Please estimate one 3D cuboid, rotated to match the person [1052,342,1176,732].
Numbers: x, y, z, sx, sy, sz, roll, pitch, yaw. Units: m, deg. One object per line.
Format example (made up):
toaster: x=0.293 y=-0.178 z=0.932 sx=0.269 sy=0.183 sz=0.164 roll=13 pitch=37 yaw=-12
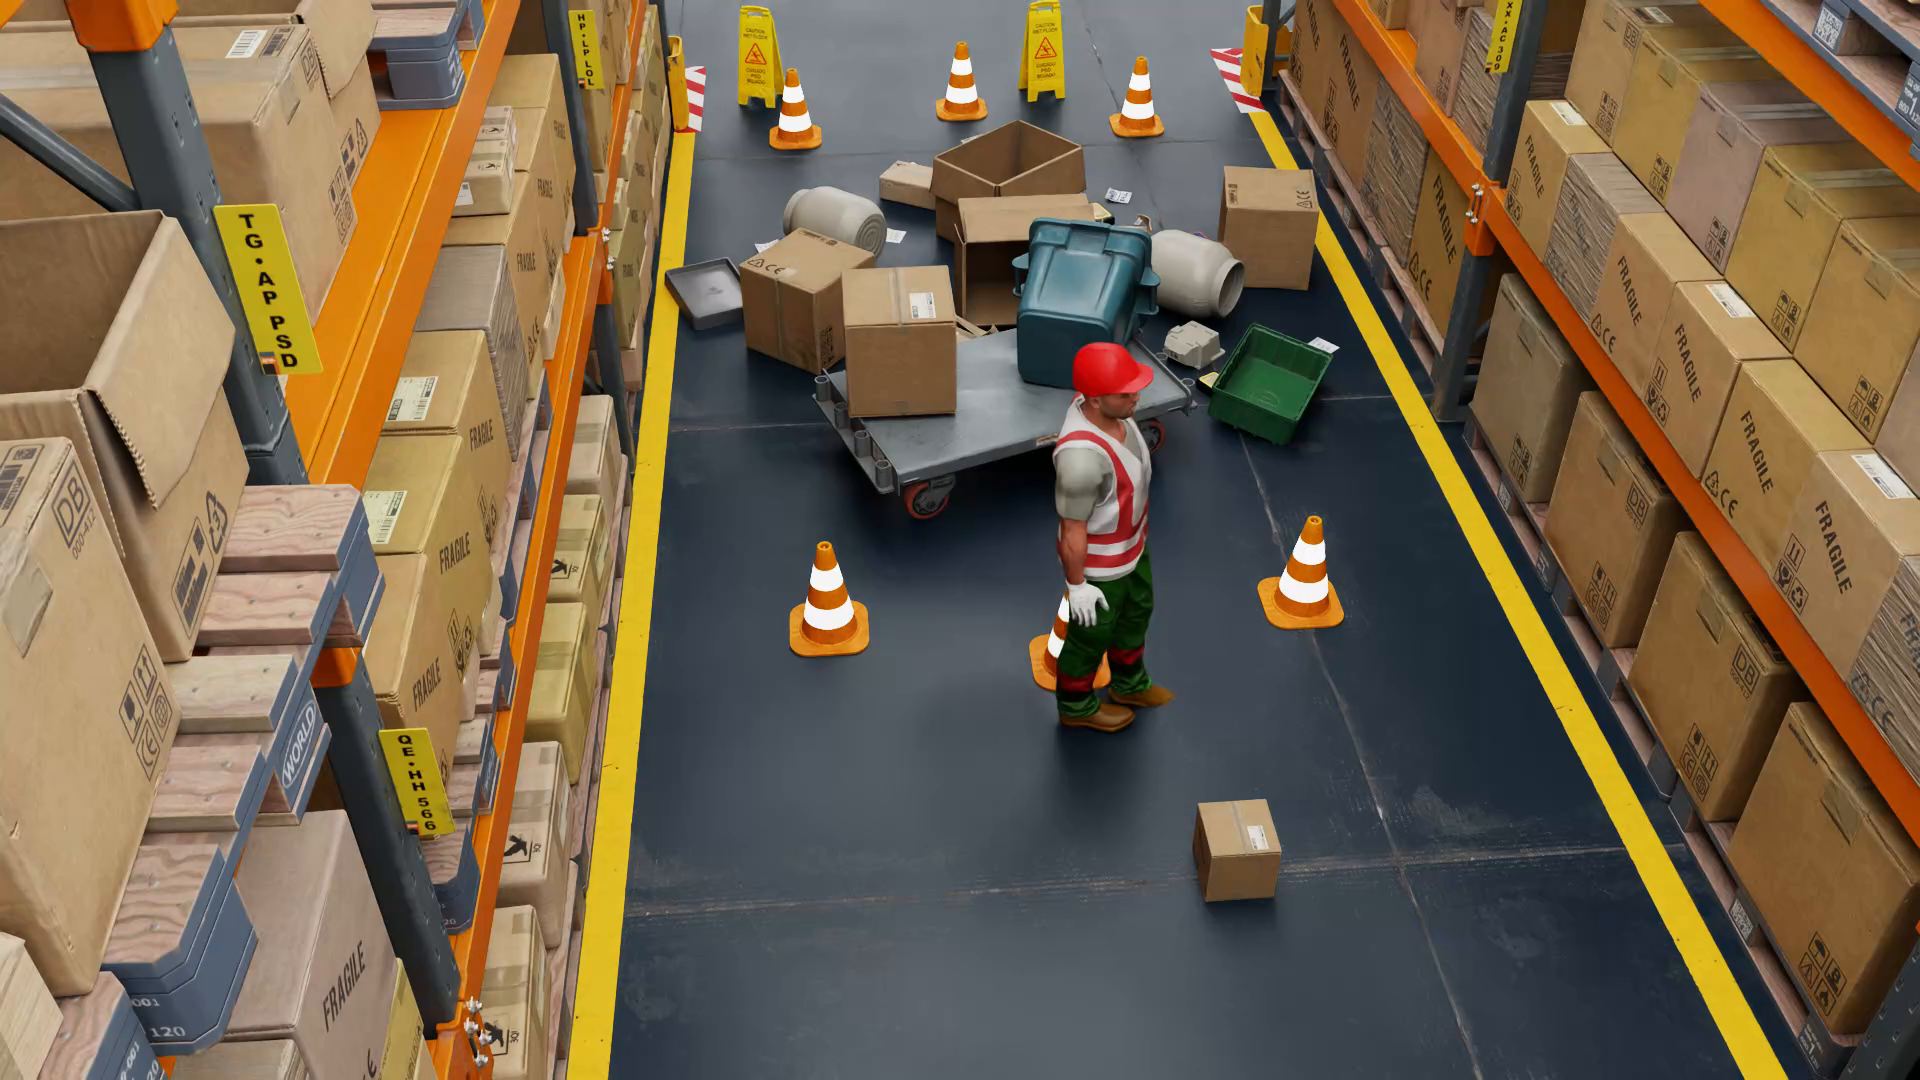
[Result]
person: x=0.587 y=0.064 z=6.081 sx=0.480 sy=1.838 sz=0.581 roll=11 pitch=40 yaw=13
